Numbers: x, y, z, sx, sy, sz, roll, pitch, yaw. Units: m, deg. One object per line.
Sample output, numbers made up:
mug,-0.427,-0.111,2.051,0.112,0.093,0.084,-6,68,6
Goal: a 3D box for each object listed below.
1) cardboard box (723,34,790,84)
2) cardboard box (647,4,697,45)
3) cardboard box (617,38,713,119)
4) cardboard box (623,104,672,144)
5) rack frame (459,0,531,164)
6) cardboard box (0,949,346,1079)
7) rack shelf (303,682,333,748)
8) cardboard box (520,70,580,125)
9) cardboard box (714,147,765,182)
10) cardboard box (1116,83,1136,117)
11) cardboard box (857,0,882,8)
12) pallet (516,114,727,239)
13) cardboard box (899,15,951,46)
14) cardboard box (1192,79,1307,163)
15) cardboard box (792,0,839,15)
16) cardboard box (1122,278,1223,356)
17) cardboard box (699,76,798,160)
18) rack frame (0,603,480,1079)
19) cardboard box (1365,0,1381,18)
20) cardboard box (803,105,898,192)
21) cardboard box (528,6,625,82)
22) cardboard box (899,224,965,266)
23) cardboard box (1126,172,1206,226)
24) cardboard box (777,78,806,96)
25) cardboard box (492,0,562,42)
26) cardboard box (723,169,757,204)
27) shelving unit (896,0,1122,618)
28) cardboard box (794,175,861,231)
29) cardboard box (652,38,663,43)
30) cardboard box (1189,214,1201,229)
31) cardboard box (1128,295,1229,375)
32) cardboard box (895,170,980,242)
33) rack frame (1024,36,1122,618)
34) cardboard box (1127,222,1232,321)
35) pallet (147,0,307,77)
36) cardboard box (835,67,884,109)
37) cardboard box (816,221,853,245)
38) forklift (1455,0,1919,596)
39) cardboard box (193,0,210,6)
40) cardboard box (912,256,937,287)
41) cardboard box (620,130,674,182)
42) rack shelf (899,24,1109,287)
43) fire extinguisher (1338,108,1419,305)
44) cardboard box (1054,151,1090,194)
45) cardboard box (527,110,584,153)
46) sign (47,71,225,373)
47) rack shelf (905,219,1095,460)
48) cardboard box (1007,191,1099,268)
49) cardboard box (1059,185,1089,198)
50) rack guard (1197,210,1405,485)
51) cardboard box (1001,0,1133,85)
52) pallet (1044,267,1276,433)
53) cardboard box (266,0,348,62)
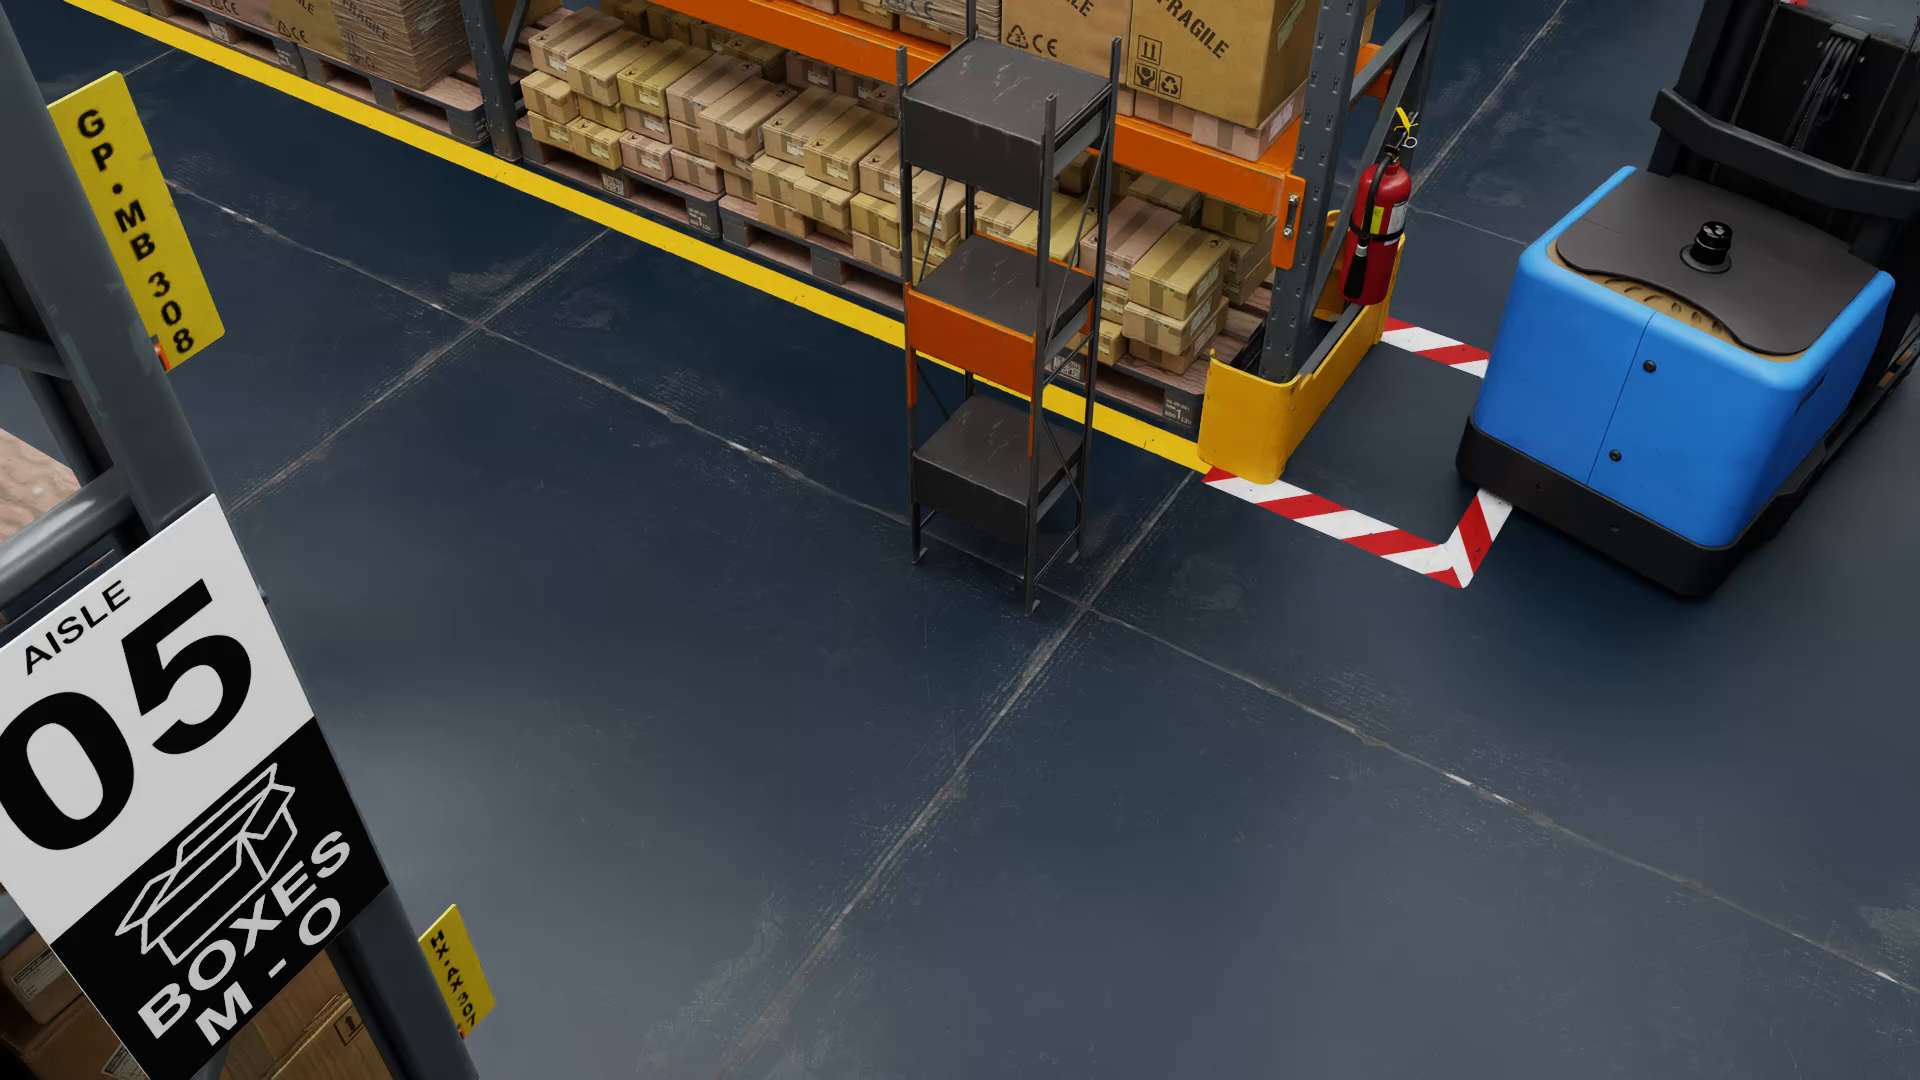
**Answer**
cardboard box,-0.865,-2.245,7.620,0.250,0.149,0.380,26,51,23
cardboard box,-1.255,-2.485,7.853,0.250,0.149,0.380,25,51,23
cardboard box,-1.314,-2.071,7.451,0.250,0.149,0.380,24,50,22
cardboard box,-1.313,-1.987,7.577,0.250,0.149,0.380,24,51,22
rack frame,-1.931,-3.180,7.249,0.127,3.000,1.000,25,51,22
cardboard box,-1.402,0.655,2.755,0.500,0.500,0.500,24,50,21
rack shelf,-2.835,-0.173,2.737,4.000,0.370,1.077,25,51,22
cardboard box,-1.799,-2.103,7.690,0.250,0.149,0.380,27,52,24
cardboard box,-0.868,-1.760,7.356,0.250,0.149,0.380,27,52,24
cardboard box,0.600,-1.707,5.992,0.250,0.149,0.380,24,51,22
cardboard box,-0.358,-2.381,6.195,0.500,0.500,0.500,27,52,24
pallet,-1.347,-1.970,8.017,1.213,0.211,1.003,25,51,22
cardboard box,-0.028,-2.052,6.327,0.250,0.149,0.380,23,50,21
cardboard box,1.009,-1.500,5.791,0.250,0.149,0.380,25,51,22
cardboard box,-0.484,-2.229,6.500,0.250,0.149,0.380,27,51,23
cardboard box,0.837,-0.920,6.540,0.250,0.149,0.380,23,50,21
cardboard box,-0.912,-1.836,7.223,0.250,0.149,0.380,26,51,23
rack frame,-1.152,1.396,2.802,0.127,3.000,1.000,25,51,22
cardboard box,1.207,-2.111,5.932,0.500,0.500,0.500,27,52,24
cardboard box,-0.451,-1.662,7.053,0.250,0.149,0.380,25,51,22
cardboard box,-1.753,-2.282,7.656,0.250,0.149,0.380,27,51,24
cardboard box,-0.044,-1.313,6.922,0.250,0.149,0.380,25,51,23
cardboard box,0.881,-1.434,6.832,0.250,0.149,0.380,26,51,23
cardboard box,-0.642,-2.073,7.661,0.250,0.149,0.380,26,51,23
cardboard box,-2.410,-2.902,8.428,0.500,0.500,0.500,27,51,24
cardboard box,-0.851,-1.679,7.485,0.250,0.149,0.380,23,50,21
shelving unit,0.139,-0.668,5.435,0.503,2.100,0.431,25,51,22
cardboard box,-0.496,-1.513,7.117,0.250,0.149,0.380,25,51,22
cardboard box,-1.260,-2.409,7.987,0.250,0.149,0.380,22,50,20
cardboard box,0.933,-1.386,6.993,0.250,0.149,0.380,24,51,22
cardboard box,0.880,-0.862,6.691,0.250,0.149,0.380,26,51,23
cardboard box,-0.054,-1.408,6.807,0.250,0.149,0.380,27,51,23
rack frame,0.345,-0.573,5.343,0.015,2.100,0.400,25,51,22
cardboard box,0.853,-1.044,6.453,0.250,0.149,0.380,25,51,23
pallet,-3.618,-2.981,8.999,1.213,0.211,1.003,25,51,22
cardboard box,-0.354,-2.099,7.479,0.250,0.149,0.380,23,50,21
cardboard box,-0.422,-1.465,7.277,0.250,0.149,0.380,26,51,23
forklift,3.290,-1.786,5.941,1.130,2.935,3.031,34,55,28
cardboard box,-3.981,-3.188,8.706,0.500,0.500,0.500,23,50,21
cardboard box,-0.030,-1.204,7.023,0.250,0.149,0.380,23,50,20
cardboard box,-1.337,-1.830,7.632,0.250,0.149,0.380,24,51,22
rack shelf,0.139,-1.146,4.942,0.480,0.518,0.431,25,51,22
fire extinguisher,1.399,-1.099,5.540,0.183,0.674,0.296,25,51,22
cardboard box,0.485,-1.655,7.047,0.250,0.149,0.380,22,50,20
cardboard box,-1.798,-1.998,7.795,0.250,0.149,0.380,23,50,20
sign,-0.847,-0.314,1.708,0.005,0.325,0.100,25,51,22
rack shelf,0.139,-0.658,5.444,0.480,0.518,0.431,25,51,22
cardboard box,0.386,-1.199,6.604,0.250,0.149,0.380,24,50,21
cardboard box,0.522,-1.592,7.193,0.250,0.149,0.380,26,51,23
rack guard,1.372,-0.790,6.669,0.348,0.500,1.175,25,51,22
cardboard box,0.488,-1.991,5.816,0.500,0.500,0.500,24,50,22
pallet,0.707,-1.025,7.099,1.213,0.211,1.003,25,51,22
cardboard box,-3.122,-2.789,8.319,0.500,0.500,0.500,24,50,21
